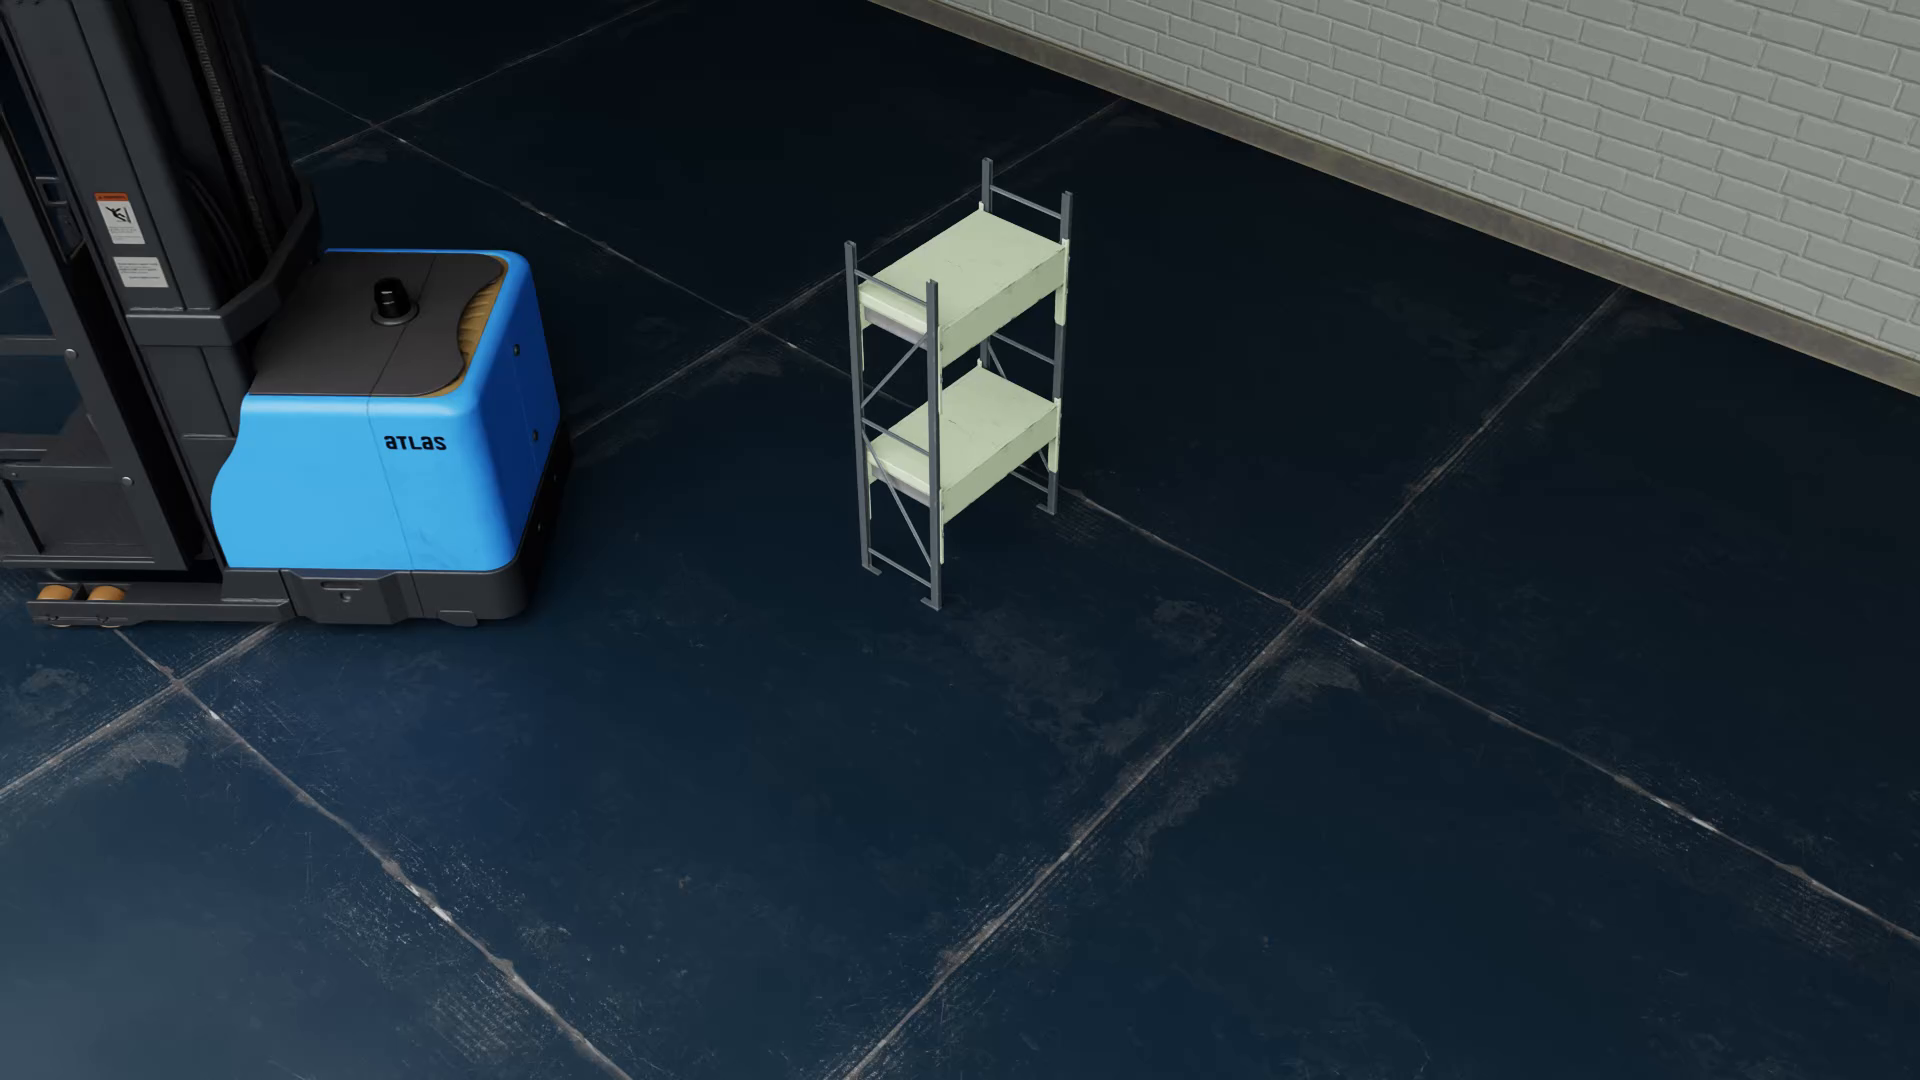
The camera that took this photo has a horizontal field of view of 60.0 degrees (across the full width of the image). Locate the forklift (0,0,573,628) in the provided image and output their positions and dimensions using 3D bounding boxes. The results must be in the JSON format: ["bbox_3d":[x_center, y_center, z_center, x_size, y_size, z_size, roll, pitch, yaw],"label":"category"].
[{"bbox_3d":[-3.155,-1.103,5.785,3.031,2.935,1.130,1,42,1],"label":"forklift"}]

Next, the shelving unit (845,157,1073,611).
[{"bbox_3d":[0.004,-0.558,6.249,0.431,1.500,0.755,29,50,28],"label":"shelving unit"}]

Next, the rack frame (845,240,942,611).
[{"bbox_3d":[-0.231,-0.370,6.042,0.400,1.500,0.023,29,50,28],"label":"rack frame"}]

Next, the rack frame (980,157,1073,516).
[{"bbox_3d":[0.240,-0.747,6.457,0.400,1.500,0.023,29,50,28],"label":"rack frame"}]

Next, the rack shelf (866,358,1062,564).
[{"bbox_3d":[0.004,-0.317,6.469,0.431,0.370,0.720,29,50,28],"label":"rack shelf"}]

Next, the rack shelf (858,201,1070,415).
[{"bbox_3d":[0.004,-0.847,5.987,0.431,0.370,0.720,29,50,28],"label":"rack shelf"}]
